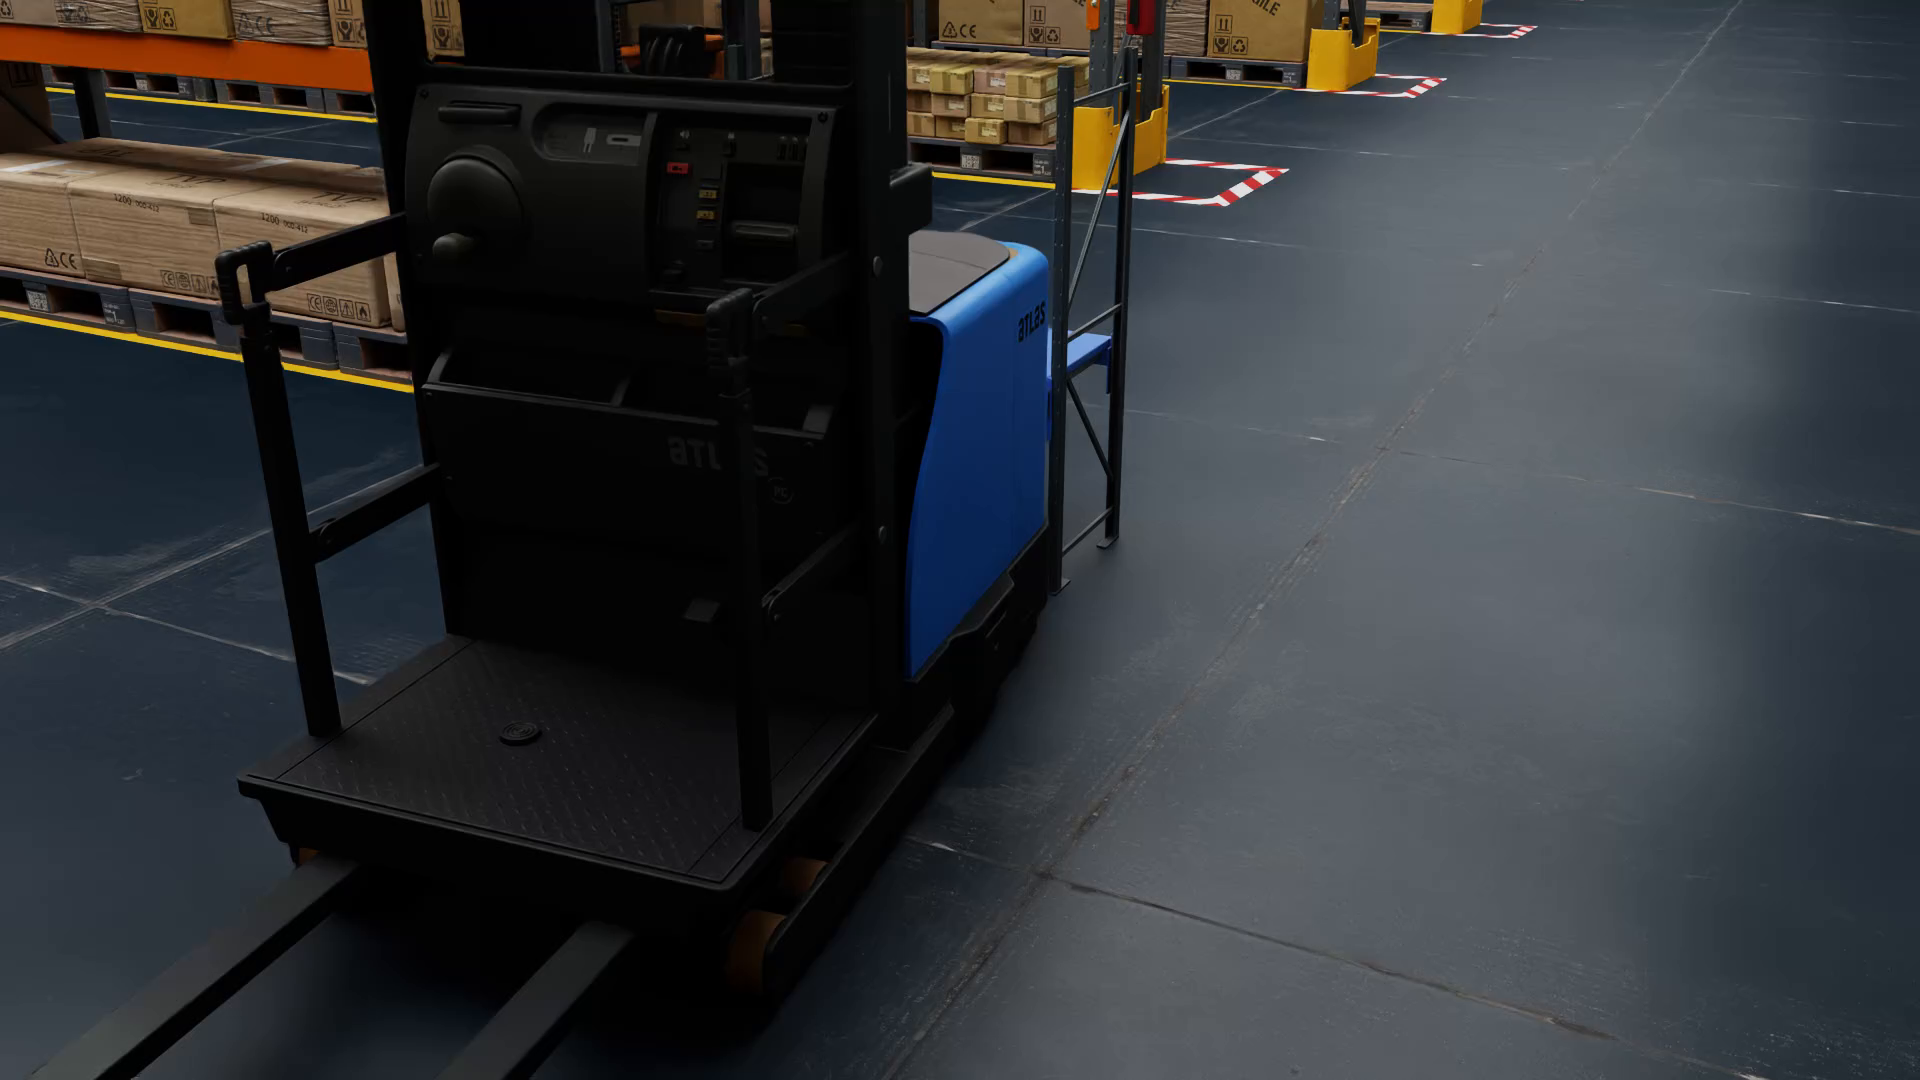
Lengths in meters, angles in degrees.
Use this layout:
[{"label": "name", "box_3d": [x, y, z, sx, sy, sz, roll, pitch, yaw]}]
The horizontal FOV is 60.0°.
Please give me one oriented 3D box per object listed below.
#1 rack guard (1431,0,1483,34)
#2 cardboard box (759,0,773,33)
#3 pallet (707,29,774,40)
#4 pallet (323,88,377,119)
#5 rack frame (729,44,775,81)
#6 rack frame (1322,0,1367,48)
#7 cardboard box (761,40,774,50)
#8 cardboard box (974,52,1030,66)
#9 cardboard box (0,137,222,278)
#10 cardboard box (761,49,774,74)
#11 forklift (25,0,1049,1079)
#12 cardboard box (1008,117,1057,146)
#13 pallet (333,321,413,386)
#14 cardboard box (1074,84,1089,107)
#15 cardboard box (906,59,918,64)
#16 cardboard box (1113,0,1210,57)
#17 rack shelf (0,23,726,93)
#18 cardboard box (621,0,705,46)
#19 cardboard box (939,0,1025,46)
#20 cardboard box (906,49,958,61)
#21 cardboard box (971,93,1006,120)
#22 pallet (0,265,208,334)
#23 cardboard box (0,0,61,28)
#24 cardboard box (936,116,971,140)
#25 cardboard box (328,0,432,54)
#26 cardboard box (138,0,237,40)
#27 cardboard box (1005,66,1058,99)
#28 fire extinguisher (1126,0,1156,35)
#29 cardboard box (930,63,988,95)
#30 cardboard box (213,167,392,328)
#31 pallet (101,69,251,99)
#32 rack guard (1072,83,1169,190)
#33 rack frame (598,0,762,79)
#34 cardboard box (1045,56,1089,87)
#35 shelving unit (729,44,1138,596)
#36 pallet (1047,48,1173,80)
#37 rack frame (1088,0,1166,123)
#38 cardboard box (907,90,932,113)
[{"label": "rack guard", "box_3d": [5.660, -6.069, 18.883, 0.348, 0.500, 1.175, 11, 25, 25]}, {"label": "cardboard box", "box_3d": [-1.550, -5.675, 16.939, 0.875, 0.875, 1.225, 10, 25, 23]}, {"label": "pallet", "box_3d": [-1.987, -5.237, 17.296, 1.213, 0.211, 1.003, 11, 25, 25]}, {"label": "pallet", "box_3d": [-4.288, -3.550, 13.328, 1.213, 0.211, 1.003, 11, 25, 25]}, {"label": "rack frame", "box_3d": [-0.530, -0.795, 5.203, 0.032, 1.500, 0.500, 11, 25, 25]}, {"label": "rack frame", "box_3d": [3.398, -5.490, 14.325, 0.127, 3.000, 1.000, 11, 25, 25]}, {"label": "cardboard box", "box_3d": [-1.397, -3.519, 12.037, 0.250, 0.149, 0.380, 12, 26, 26]}, {"label": "cardboard box", "box_3d": [0.288, -3.237, 11.375, 0.250, 0.149, 0.380, 11, 25, 24]}, {"label": "cardboard box", "box_3d": [-4.131, -1.601, 7.918, 0.875, 0.438, 0.875, 11, 25, 24]}, {"label": "cardboard box", "box_3d": [-1.386, -3.295, 11.511, 0.250, 0.149, 0.380, 12, 26, 26]}, {"label": "forklift", "box_3d": [-0.746, -0.655, 3.046, 1.130, 2.935, 3.031, 8, 24, 19]}, {"label": "cardboard box", "box_3d": [0.506, -2.677, 10.817, 0.250, 0.149, 0.380, 12, 26, 25]}, {"label": "pallet", "box_3d": [-1.822, -0.859, 7.000, 1.213, 0.211, 1.003, 11, 25, 25]}, {"label": "cardboard box", "box_3d": [0.718, -2.975, 11.140, 0.250, 0.149, 0.380, 12, 26, 27]}, {"label": "cardboard box", "box_3d": [-0.471, -3.097, 11.045, 0.250, 0.149, 0.380, 12, 26, 26]}, {"label": "cardboard box", "box_3d": [1.979, -4.951, 15.237, 0.875, 0.875, 0.875, 11, 25, 25]}, {"label": "rack shelf", "box_3d": [-2.858, -2.051, 7.158, 4.000, 0.370, 1.077, 11, 25, 25]}, {"label": "cardboard box", "box_3d": [-1.372, -2.259, 6.602, 0.500, 0.500, 0.500, 11, 25, 24]}, {"label": "cardboard box", "box_3d": [0.381, -5.267, 15.980, 0.875, 0.875, 0.875, 11, 25, 25]}, {"label": "cardboard box", "box_3d": [-0.214, -3.304, 11.533, 0.250, 0.149, 0.380, 12, 26, 27]}, {"label": "cardboard box", "box_3d": [0.261, -2.852, 10.849, 0.250, 0.149, 0.380, 11, 25, 23]}, {"label": "pallet", "box_3d": [-4.000, -1.290, 8.013, 1.213, 0.211, 1.003, 11, 25, 25]}, {"label": "cardboard box", "box_3d": [-3.895, -2.516, 7.206, 0.500, 0.500, 0.500, 11, 26, 25]}, {"label": "cardboard box", "box_3d": [0.034, -2.763, 11.021, 0.250, 0.149, 0.380, 11, 25, 24]}, {"label": "cardboard box", "box_3d": [-2.064, -2.161, 6.371, 0.500, 0.500, 0.500, 11, 25, 23]}, {"label": "cardboard box", "box_3d": [-2.995, -2.335, 6.780, 0.500, 0.500, 0.500, 12, 26, 26]}, {"label": "cardboard box", "box_3d": [0.483, -2.935, 10.665, 0.250, 0.149, 0.380, 12, 26, 25]}, {"label": "fire extinguisher", "box_3d": [1.086, -3.362, 9.898, 0.183, 0.674, 0.296, 11, 25, 25]}, {"label": "cardboard box", "box_3d": [-0.004, -3.001, 10.820, 0.250, 0.149, 0.380, 11, 25, 23]}, {"label": "cardboard box", "box_3d": [-2.528, -1.283, 7.171, 0.875, 0.438, 0.875, 12, 26, 26]}, {"label": "pallet", "box_3d": [-6.739, -4.070, 14.551, 1.213, 0.211, 1.003, 11, 25, 25]}, {"label": "rack guard", "box_3d": [1.002, -2.638, 10.815, 0.348, 0.500, 1.175, 11, 25, 25]}, {"label": "rack frame", "box_3d": [-1.073, -2.028, 6.187, 0.127, 3.000, 1.000, 11, 25, 25]}, {"label": "cardboard box", "box_3d": [0.756, -3.141, 11.150, 0.250, 0.149, 0.380, 10, 25, 22]}, {"label": "shelving unit", "box_3d": [-0.076, -0.705, 4.992, 1.048, 1.500, 0.538, 11, 25, 25]}, {"label": "pallet", "box_3d": [1.564, -4.536, 15.646, 1.213, 0.211, 1.003, 11, 25, 25]}, {"label": "rack frame", "box_3d": [1.070, -3.775, 10.294, 0.127, 3.000, 1.000, 11, 25, 25]}, {"label": "cardboard box", "box_3d": [-0.188, -2.961, 11.107, 0.250, 0.149, 0.380, 11, 25, 24]}]
